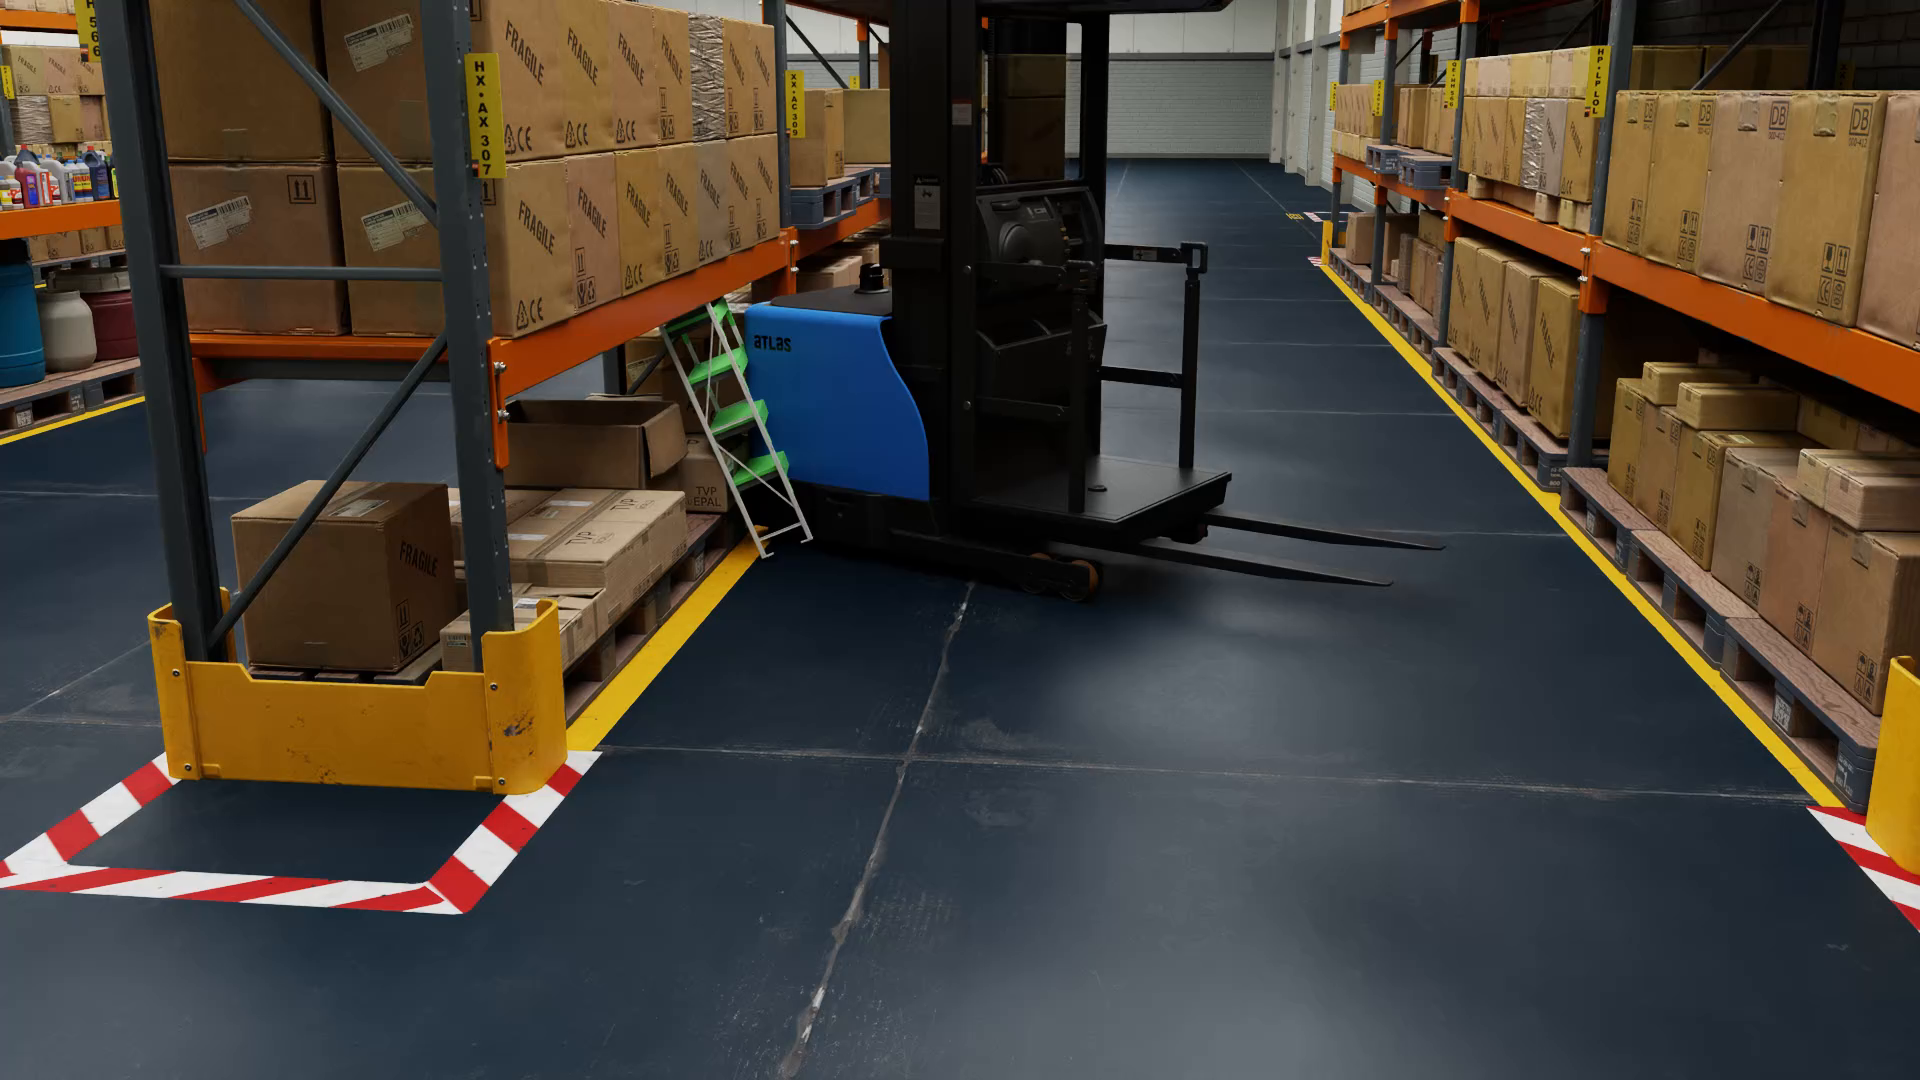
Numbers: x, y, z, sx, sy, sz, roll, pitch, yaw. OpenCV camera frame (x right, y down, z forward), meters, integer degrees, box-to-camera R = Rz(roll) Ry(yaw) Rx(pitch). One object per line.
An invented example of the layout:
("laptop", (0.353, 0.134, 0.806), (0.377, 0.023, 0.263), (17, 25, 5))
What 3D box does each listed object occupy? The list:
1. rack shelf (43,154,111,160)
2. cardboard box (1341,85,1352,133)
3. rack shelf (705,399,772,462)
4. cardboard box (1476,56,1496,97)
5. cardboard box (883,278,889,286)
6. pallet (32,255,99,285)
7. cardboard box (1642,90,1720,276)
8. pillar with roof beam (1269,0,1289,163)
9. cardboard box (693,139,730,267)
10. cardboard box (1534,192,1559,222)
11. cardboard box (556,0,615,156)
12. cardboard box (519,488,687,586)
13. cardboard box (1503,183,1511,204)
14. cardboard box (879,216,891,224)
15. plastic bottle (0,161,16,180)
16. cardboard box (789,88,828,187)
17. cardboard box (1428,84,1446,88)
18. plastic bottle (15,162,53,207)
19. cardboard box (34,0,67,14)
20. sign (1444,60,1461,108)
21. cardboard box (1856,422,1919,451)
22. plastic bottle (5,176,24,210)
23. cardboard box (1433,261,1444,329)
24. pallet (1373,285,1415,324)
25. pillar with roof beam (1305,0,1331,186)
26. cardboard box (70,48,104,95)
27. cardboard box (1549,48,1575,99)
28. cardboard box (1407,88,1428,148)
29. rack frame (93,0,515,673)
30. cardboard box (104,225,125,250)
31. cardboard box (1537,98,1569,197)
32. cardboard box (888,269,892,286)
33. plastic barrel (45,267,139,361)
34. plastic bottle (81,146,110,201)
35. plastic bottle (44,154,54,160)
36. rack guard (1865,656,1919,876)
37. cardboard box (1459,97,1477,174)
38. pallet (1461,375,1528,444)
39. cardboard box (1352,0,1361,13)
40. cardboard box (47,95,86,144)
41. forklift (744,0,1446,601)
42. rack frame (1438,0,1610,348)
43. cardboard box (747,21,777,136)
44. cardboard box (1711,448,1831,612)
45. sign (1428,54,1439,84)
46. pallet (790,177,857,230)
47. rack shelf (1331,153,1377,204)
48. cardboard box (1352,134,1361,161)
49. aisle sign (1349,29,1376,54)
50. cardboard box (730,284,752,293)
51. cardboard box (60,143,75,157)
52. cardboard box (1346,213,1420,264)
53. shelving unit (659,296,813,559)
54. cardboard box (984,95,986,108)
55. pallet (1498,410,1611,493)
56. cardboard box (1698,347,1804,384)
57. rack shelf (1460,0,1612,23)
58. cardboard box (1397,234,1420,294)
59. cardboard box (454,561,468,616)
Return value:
("rack shelf", (-10.082, -4.315, 19.250), (1.077, 0.370, 4.000), (2, 15, 6))
("cardboard box", (4.426, -4.665, 17.982), (0.500, 0.500, 0.500), (1, 15, 4))
("rack shelf", (-0.966, -0.505, 7.394), (0.258, 0.148, 0.480), (-22, 15, 3))
("cardboard box", (3.639, -2.982, 10.707), (0.500, 0.250, 0.500), (1, 15, 5))
("cardboard box", (-0.789, -1.569, 11.665), (0.500, 0.500, 0.500), (2, 15, 8))
("pallet", (-10.267, -2.972, 18.250), (1.003, 0.211, 1.213), (2, 15, 6))
("cardboard box", (3.390, -1.446, 6.689), (0.980, 0.700, 0.700), (1, 15, 5))
("pillar with roof beam", (4.797, -15.339, 47.151), (9.100, 9.000, 0.400), (2, 15, 6))
("cardboard box", (-1.282, -1.420, 6.974), (0.500, 0.500, 0.500), (2, 15, 8))
("cardboard box", (3.362, -1.817, 9.079), (0.380, 0.149, 0.250), (2, 15, 6))
("cardboard box", (-1.455, -1.512, 5.401), (0.500, 0.500, 0.500), (2, 15, 7))
("cardboard box", (-1.363, -0.015, 6.396), (0.500, 0.250, 0.500), (2, 15, 6))
("cardboard box", (3.661, -2.210, 10.531), (0.380, 0.149, 0.250), (2, 15, 7))
("cardboard box", (-0.562, -3.344, 17.308), (0.500, 0.500, 0.500), (2, 15, 6))
("plastic bottle", (-5.905, -2.216, 10.348), (0.152, 0.276, 0.135), (2, 15, 6))
("cardboard box", (-1.092, -2.143, 8.844), (0.700, 0.500, 0.500), (-3, 16, -13))
("cardboard box", (4.718, -4.120, 15.966), (0.500, 0.500, 0.500), (1, 15, 5))
("plastic bottle", (-5.754, -2.211, 10.332), (0.152, 0.276, 0.135), (2, 15, 6))
("cardboard box", (-9.948, -5.765, 17.778), (0.500, 0.250, 0.500), (2, 15, 6))
("sign", (3.466, -3.202, 11.692), (0.100, 0.325, 0.005), (2, 15, 6))
("cardboard box", (3.381, -0.311, 5.807), (0.380, 0.149, 0.250), (2, 15, 7))
("plastic bottle", (-5.755, -2.110, 10.099), (0.097, 0.201, 0.097), (0, 15, 0))
("cardboard box", (4.036, -1.862, 12.748), (0.700, 0.500, 0.500), (2, 15, 7))
("pallet", (4.371, -2.157, 15.236), (1.003, 0.211, 1.213), (2, 15, 6))
("pillar with roof beam", (3.443, -12.227, 35.641), (9.100, 9.000, 0.400), (2, 15, 6))
("cardboard box", (-9.892, -5.186, 18.419), (0.500, 0.500, 0.500), (2, 15, 6))
("cardboard box", (3.421, -2.455, 8.759), (0.500, 0.250, 0.500), (2, 15, 7))
("cardboard box", (4.296, -3.690, 14.529), (0.700, 0.500, 0.500), (3, 15, 12))
("rack frame", (-1.819, -0.738, 4.645), (1.000, 3.000, 0.127), (2, 15, 6))
("cardboard box", (-10.066, -3.697, 19.573), (0.500, 0.500, 0.500), (3, 15, 11))
("cardboard box", (3.404, -2.092, 8.852), (0.500, 0.500, 0.500), (2, 15, 7))
("cardboard box", (-0.565, -2.086, 13.020), (0.500, 0.311, 0.500), (2, 15, 8))
("plastic barrel", (-6.003, -1.578, 11.567), (0.600, 0.588, 0.708), (2, 15, 6))
("plastic bottle", (-5.684, -2.400, 10.884), (0.144, 0.351, 0.185), (2, 15, 6))
("plastic bottle", (-6.341, -2.551, 11.597), (0.097, 0.271, 0.097), (0, 15, 0))
("rack guard", (3.101, 0.620, 4.412), (1.175, 0.500, 0.348), (2, 15, 6))
("cardboard box", (3.697, -2.751, 11.290), (0.500, 0.500, 0.500), (2, 15, 8))
("pallet", (3.702, -0.804, 10.232), (1.003, 0.211, 1.213), (2, 15, 6))
("cardboard box", (4.472, -5.896, 17.745), (0.500, 0.500, 0.500), (2, 15, 9))
("cardboard box", (-10.104, -4.579, 18.087), (0.875, 0.500, 0.500), (2, 15, 6))
("forklift", (0.522, -1.324, 6.943), (3.031, 2.935, 1.130), (10, 18, 32))
("rack frame", (4.006, -2.668, 11.782), (1.000, 3.000, 0.127), (2, 15, 6))
("cardboard box", (-1.167, -2.168, 7.825), (0.500, 0.500, 0.500), (2, 15, 7))
("cardboard box", (3.196, -0.034, 6.025), (0.700, 0.500, 0.500), (1, 15, 4))
("sign", (5.458, -5.433, 19.184), (0.100, 0.325, 0.005), (2, 15, 6))
("pallet", (-1.169, -1.887, 9.261), (1.003, 0.211, 1.213), (2, 15, 6))
("rack shelf", (4.683, -3.877, 17.631), (1.077, 0.370, 4.000), (2, 15, 6))
("cardboard box", (4.316, -4.034, 17.084), (0.500, 0.250, 0.500), (2, 15, 6))
("aisle sign", (4.619, -6.025, 19.218), (0.394, 0.787, 0.004), (2, 15, 6))
("cardboard box", (-1.367, -1.443, 11.199), (0.500, 0.500, 0.500), (1, 15, 6))
("cardboard box", (-9.924, -4.264, 18.166), (0.380, 0.149, 0.250), (2, 15, 6))
("cardboard box", (4.545, -3.235, 17.826), (0.700, 0.500, 0.500), (1, 15, 3))
("shelving unit", (-0.990, -0.562, 7.377), (0.258, 1.200, 0.503), (-22, 15, 3))
("cardboard box", (0.104, -5.077, 19.256), (0.380, 0.149, 0.250), (2, 15, 8))
("pallet", (3.567, -0.487, 9.058), (1.003, 0.211, 1.213), (2, 15, 6))
("cardboard box", (3.582, -0.781, 7.544), (0.380, 0.149, 0.250), (2, 15, 6))
("rack shelf", (3.781, -3.250, 9.566), (1.077, 0.370, 4.000), (2, 15, 6))
("cardboard box", (4.391, -2.520, 15.180), (0.700, 0.500, 0.500), (2, 15, 8))
("cardboard box", (-1.867, 0.167, 5.885), (0.380, 0.166, 0.250), (2, 15, 6))
